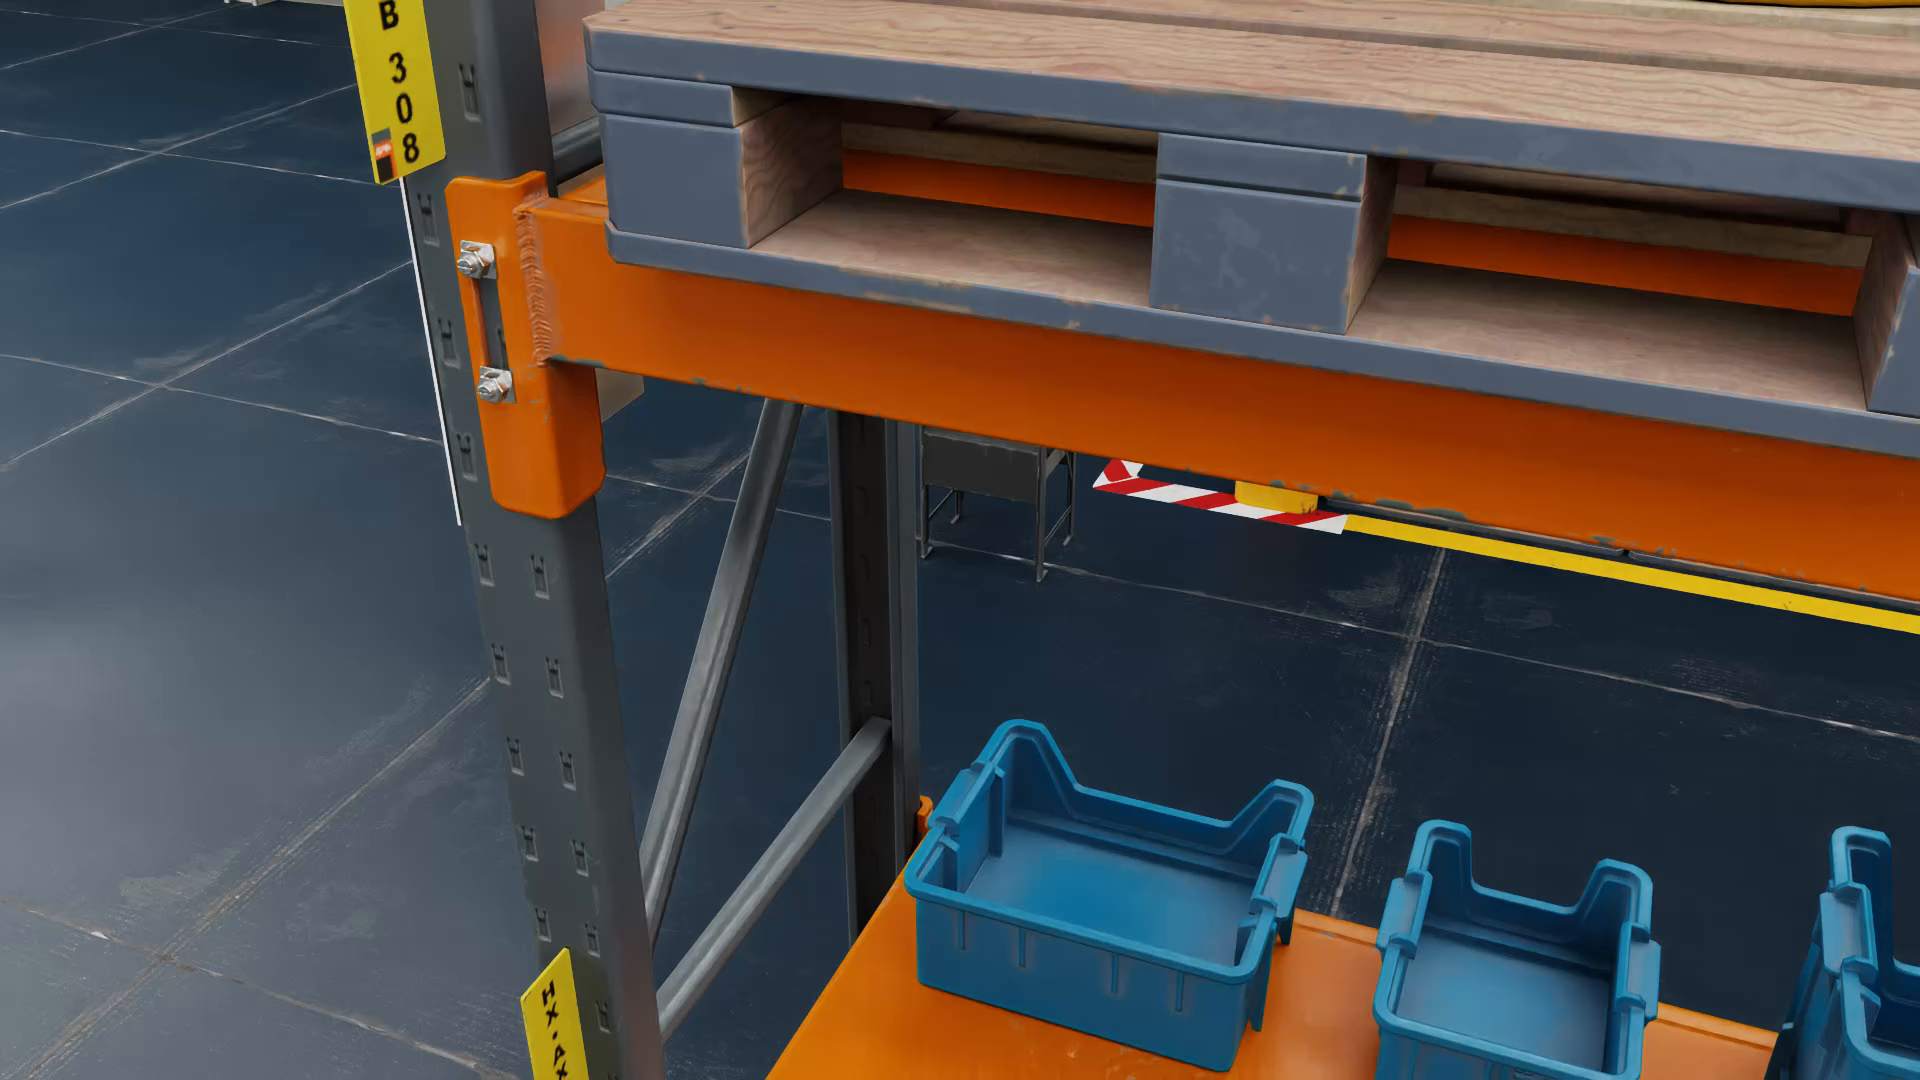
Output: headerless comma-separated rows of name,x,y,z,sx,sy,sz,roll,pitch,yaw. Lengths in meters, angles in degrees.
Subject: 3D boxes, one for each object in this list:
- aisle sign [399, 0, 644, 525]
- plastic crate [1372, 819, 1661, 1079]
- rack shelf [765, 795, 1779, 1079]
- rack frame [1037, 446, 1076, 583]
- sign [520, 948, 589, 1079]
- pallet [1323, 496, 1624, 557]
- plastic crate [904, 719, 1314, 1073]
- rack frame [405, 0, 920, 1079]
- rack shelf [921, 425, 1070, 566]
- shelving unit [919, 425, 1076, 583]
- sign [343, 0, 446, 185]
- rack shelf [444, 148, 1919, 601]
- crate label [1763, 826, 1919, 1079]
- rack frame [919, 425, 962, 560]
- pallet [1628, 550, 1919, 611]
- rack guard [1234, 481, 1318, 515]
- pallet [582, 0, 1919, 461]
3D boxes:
aisle sign,-0.495,-0.449,1.854,0.004,0.787,0.394,11,31,19
plastic crate,0.858,0.706,2.604,0.408,0.251,0.499,11,31,19
rack shelf,1.535,1.245,2.229,4.000,0.370,1.077,11,31,19
rack frame,0.379,-0.838,6.099,0.015,2.100,0.400,11,31,19
sign,-0.529,0.692,2.196,0.005,0.325,0.100,11,31,19
pallet,2.272,-0.359,7.171,1.213,0.211,1.003,11,31,19
plastic crate,0.259,0.583,2.821,0.616,0.251,0.499,11,31,19
rack frame,-0.319,0.564,2.704,0.053,2.616,0.949,11,31,19
rack shelf,0.153,-0.262,6.530,0.480,0.518,0.431,11,31,19
shelving unit,0.153,-0.883,6.179,0.503,2.100,0.431,11,31,19
sign,-0.529,-0.497,1.524,0.005,0.325,0.100,11,31,19
rack shelf,1.535,-0.060,1.491,4.000,0.370,1.077,11,31,19
crate label,1.489,0.764,2.314,0.616,0.435,0.502,11,31,19
rack frame,-0.073,-0.929,6.259,0.015,2.100,0.400,11,31,19
pallet,3.399,-0.133,6.770,1.213,0.211,1.003,11,31,19
rack guard,1.526,-0.612,7.324,0.348,0.500,1.175,11,31,19
pallet,0.412,-0.464,1.666,1.213,0.211,1.003,11,31,19
